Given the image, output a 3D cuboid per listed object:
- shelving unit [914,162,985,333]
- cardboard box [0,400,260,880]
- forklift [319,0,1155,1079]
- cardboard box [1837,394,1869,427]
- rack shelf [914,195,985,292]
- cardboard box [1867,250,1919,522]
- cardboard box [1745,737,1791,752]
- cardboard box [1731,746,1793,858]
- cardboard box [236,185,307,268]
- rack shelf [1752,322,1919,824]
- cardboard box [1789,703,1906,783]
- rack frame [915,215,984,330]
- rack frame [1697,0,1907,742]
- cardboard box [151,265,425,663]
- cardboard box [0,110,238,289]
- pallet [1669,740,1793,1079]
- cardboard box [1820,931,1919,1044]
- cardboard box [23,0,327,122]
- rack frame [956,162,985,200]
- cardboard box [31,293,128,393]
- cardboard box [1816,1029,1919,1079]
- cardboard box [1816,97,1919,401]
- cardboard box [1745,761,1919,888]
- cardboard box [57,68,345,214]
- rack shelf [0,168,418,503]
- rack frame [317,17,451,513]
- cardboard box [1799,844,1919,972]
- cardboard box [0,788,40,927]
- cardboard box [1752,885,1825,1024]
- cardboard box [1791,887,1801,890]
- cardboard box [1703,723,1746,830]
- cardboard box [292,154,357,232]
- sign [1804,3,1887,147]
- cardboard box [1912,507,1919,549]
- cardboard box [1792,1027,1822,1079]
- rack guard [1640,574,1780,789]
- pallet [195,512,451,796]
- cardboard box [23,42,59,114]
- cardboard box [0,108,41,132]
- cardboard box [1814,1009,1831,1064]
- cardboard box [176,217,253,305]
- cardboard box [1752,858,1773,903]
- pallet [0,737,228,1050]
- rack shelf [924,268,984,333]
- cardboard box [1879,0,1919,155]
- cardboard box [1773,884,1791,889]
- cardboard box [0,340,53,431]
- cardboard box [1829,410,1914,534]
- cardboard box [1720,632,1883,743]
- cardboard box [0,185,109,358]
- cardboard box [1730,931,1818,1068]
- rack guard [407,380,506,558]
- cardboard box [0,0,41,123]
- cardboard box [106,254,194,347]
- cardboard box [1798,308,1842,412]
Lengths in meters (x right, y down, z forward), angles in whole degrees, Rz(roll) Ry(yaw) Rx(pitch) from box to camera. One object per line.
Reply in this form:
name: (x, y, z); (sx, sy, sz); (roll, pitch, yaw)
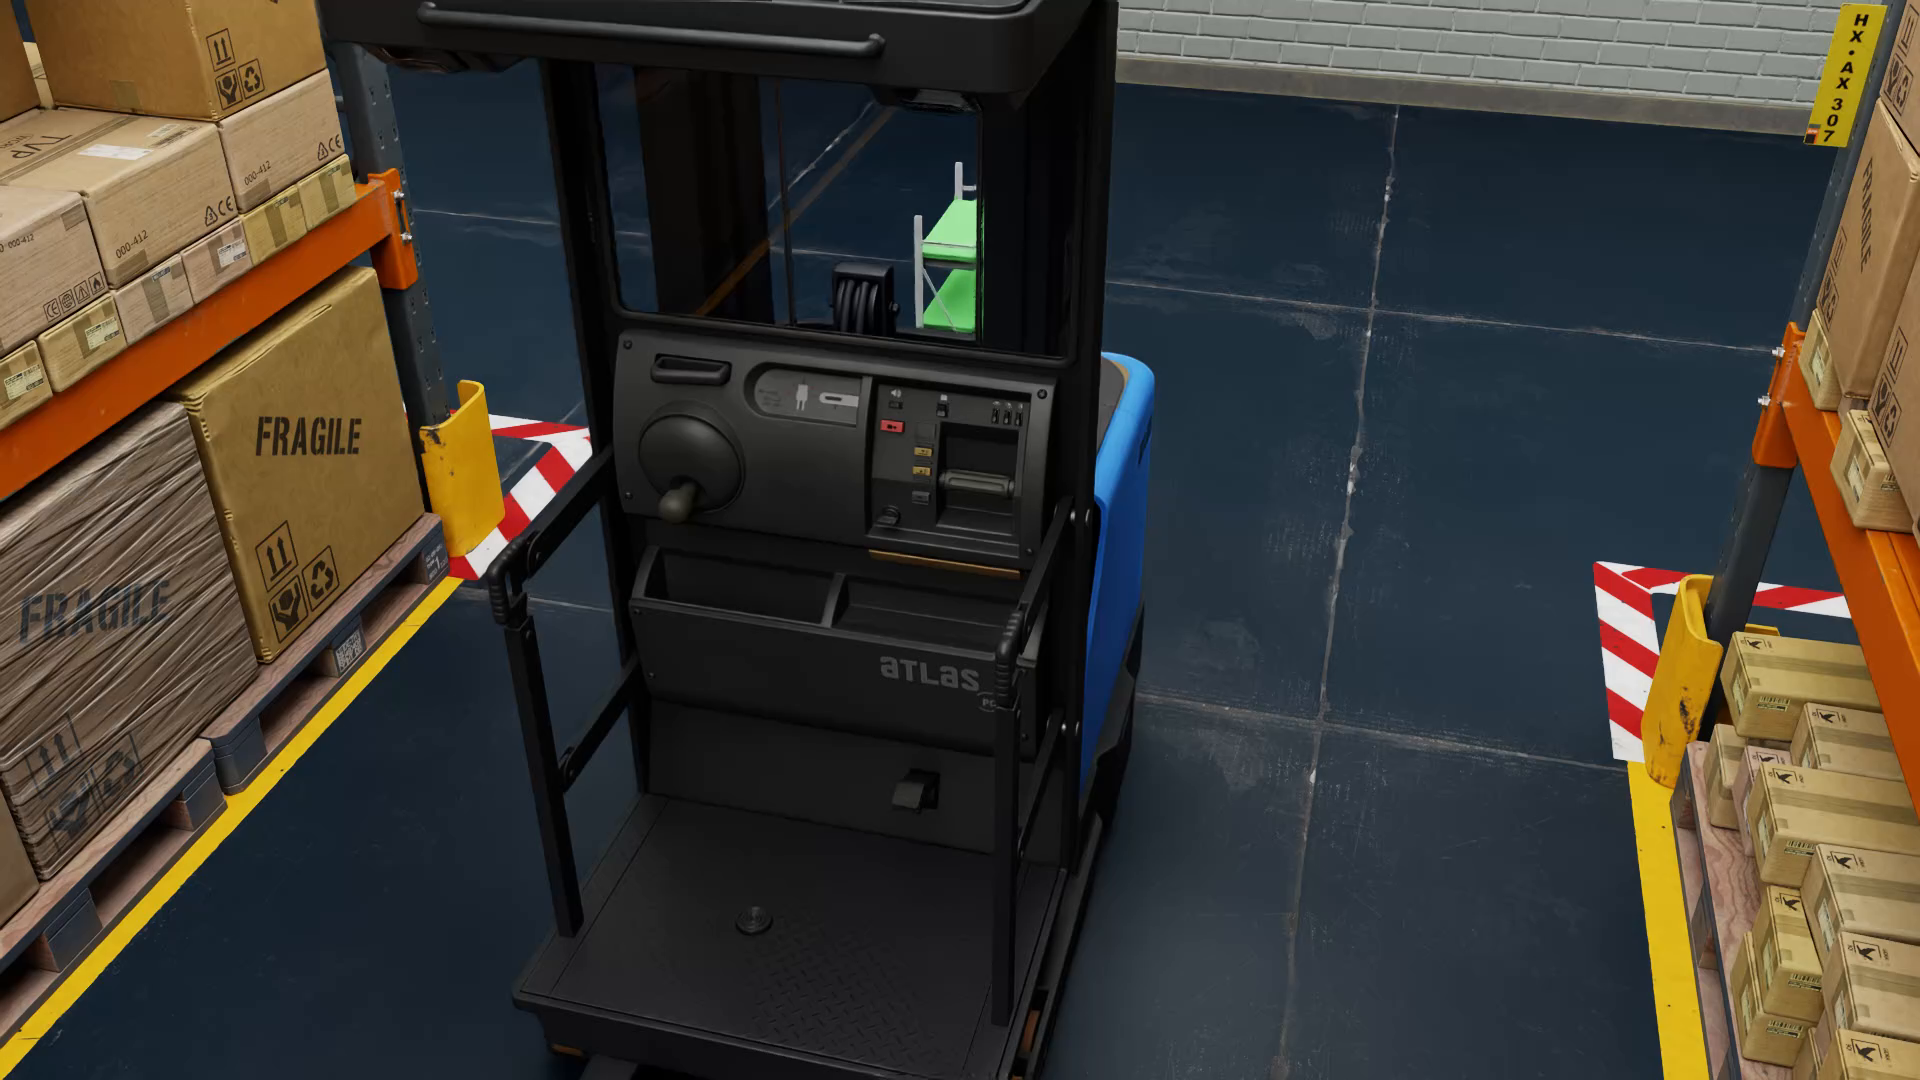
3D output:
shelving unit: (0.042, -0.592, 5.563); (0.258, 1.200, 0.503); (8, 33, 12)
cardboard box: (-2.526, 0.181, 4.259); (0.875, 0.875, 0.875); (8, 33, 12)
forklift: (-0.323, -0.135, 3.230); (1.130, 2.935, 3.031); (8, 33, 12)
cardboard box: (2.138, -0.259, 3.595); (0.380, 0.149, 0.250); (9, 34, 14)
rack shelf: (0.042, -0.943, 5.340); (0.258, 0.148, 0.480); (8, 33, 12)
cardboard box: (2.069, -0.317, 3.083); (0.500, 0.500, 0.500); (8, 33, 12)
cardboard box: (2.180, 0.511, 4.138); (0.380, 0.149, 0.250); (9, 34, 14)
cardboard box: (2.056, 0.646, 3.927); (0.380, 0.149, 0.250); (8, 33, 12)
cardboard box: (-2.047, -0.883, 4.577); (0.380, 0.149, 0.250); (8, 33, 13)
rack shelf: (2.054, 0.715, 2.499); (1.077, 0.370, 4.000); (8, 33, 12)
cardboard box: (2.146, 0.534, 3.826); (0.380, 0.149, 0.250); (9, 33, 13)
rack frame: (-0.020, -0.466, 5.364); (0.240, 1.200, 0.015); (8, 33, 12)
rack frame: (2.562, -0.626, 3.939); (1.000, 3.000, 0.127); (8, 33, 12)
cardboard box: (-2.295, -0.291, 5.001); (0.875, 0.875, 0.875); (8, 33, 12)
cardboard box: (-2.206, -0.865, 4.178); (0.500, 0.250, 0.500); (7, 33, 12)
pallet: (2.302, 1.007, 3.969); (1.003, 0.211, 1.213); (8, 33, 12)
cardboard box: (1.896, 0.930, 3.203); (0.380, 0.149, 0.250); (9, 34, 14)
cardboard box: (-2.080, -1.444, 4.389); (0.500, 0.500, 0.500); (8, 33, 13)
rack frame: (0.104, -0.719, 5.762); (0.240, 1.200, 0.015); (8, 33, 12)
cardboard box: (-2.240, -0.488, 3.956); (0.380, 0.149, 0.250); (7, 33, 11)
cardboard box: (1.785, 1.060, 2.998); (0.380, 0.149, 0.250); (9, 33, 13)
cardboard box: (2.180, -0.598, 3.525); (0.500, 0.500, 0.500); (10, 34, 15)
cardboard box: (1.959, 0.647, 3.647); (0.380, 0.149, 0.250); (8, 33, 12)
cardboard box: (-2.077, -1.128, 4.592); (0.500, 0.250, 0.500); (7, 33, 12)
rack shelf: (-2.718, -0.012, 3.644); (1.077, 0.370, 4.000); (8, 33, 12)
rack frame: (-2.210, -1.354, 5.084); (1.000, 3.000, 0.127); (8, 33, 12)
cardboard box: (1.976, 0.787, 3.427); (0.380, 0.149, 0.250); (6, 33, 10)
cardboard box: (-2.752, 0.643, 3.532); (0.875, 0.875, 0.875); (8, 33, 12)
cardboard box: (1.910, 0.903, 3.522); (0.380, 0.149, 0.250); (9, 34, 14)
cardboard box: (2.080, 0.785, 3.708); (0.380, 0.149, 0.250); (8, 33, 13)
cardboard box: (2.119, 0.628, 4.232); (0.380, 0.149, 0.250); (9, 33, 13)
cardboard box: (-1.982, -1.018, 4.790); (0.380, 0.149, 0.250); (9, 33, 13)
sign: (2.037, -1.065, 3.823); (0.100, 0.325, 0.005); (8, 33, 12)
cardboard box: (1.933, -0.065, 2.685); (0.500, 0.500, 0.500); (8, 33, 13)
cardboard box: (1.932, 1.168, 3.383); (0.380, 0.149, 0.250); (8, 33, 12)
rack guard: (2.542, 0.468, 4.547); (1.175, 0.500, 0.348); (8, 33, 12)
pallet: (-2.338, 0.249, 5.162); (1.003, 0.211, 1.213); (8, 33, 12)
cardboard box: (-2.593, -1.204, 4.710); (0.500, 0.250, 0.500); (7, 33, 11)
cardboard box: (-2.719, -0.933, 4.284); (0.500, 0.250, 0.500); (8, 33, 12)
cardboard box: (1.934, 1.054, 3.285); (0.380, 0.149, 0.250); (6, 33, 10)
cardboard box: (-2.112, -0.752, 4.372); (0.380, 0.149, 0.250); (8, 33, 12)
cardboard box: (2.132, 0.775, 4.001); (0.380, 0.149, 0.250); (8, 33, 12)
pallet: (-2.649, 0.880, 4.170); (1.003, 0.211, 1.213); (8, 33, 12)
rack shelf: (0.042, -0.741, 5.469); (0.258, 0.148, 0.480); (8, 33, 12)
cardboard box: (2.191, -1.019, 3.254); (0.500, 0.500, 0.500); (8, 33, 12)
cardboard box: (2.075, 0.905, 3.797); (0.380, 0.149, 0.250); (8, 33, 13)
cardboard box: (-2.305, -0.353, 3.744); (0.380, 0.149, 0.250); (8, 33, 13)
cardboard box: (2.018, -0.127, 3.387); (0.380, 0.149, 0.250); (7, 33, 11)
cardboard box: (2.100, 0.374, 4.076); (0.380, 0.149, 0.250); (7, 33, 10)
cardboard box: (-2.335, -0.601, 3.762); (0.500, 0.250, 0.500); (7, 33, 11)
cardboard box: (1.905, 1.023, 3.611); (0.380, 0.149, 0.250); (8, 33, 13)
rack guard: (-2.204, -0.311, 5.774); (1.175, 0.500, 0.348); (8, 33, 12)
cardboard box: (-2.720, -1.261, 4.101); (0.500, 0.500, 0.500); (7, 33, 11)
cardboard box: (-2.176, -0.623, 4.168); (0.380, 0.149, 0.250); (9, 33, 13)
cardboard box: (2.162, -0.397, 3.812); (0.380, 0.149, 0.250); (8, 33, 12)
